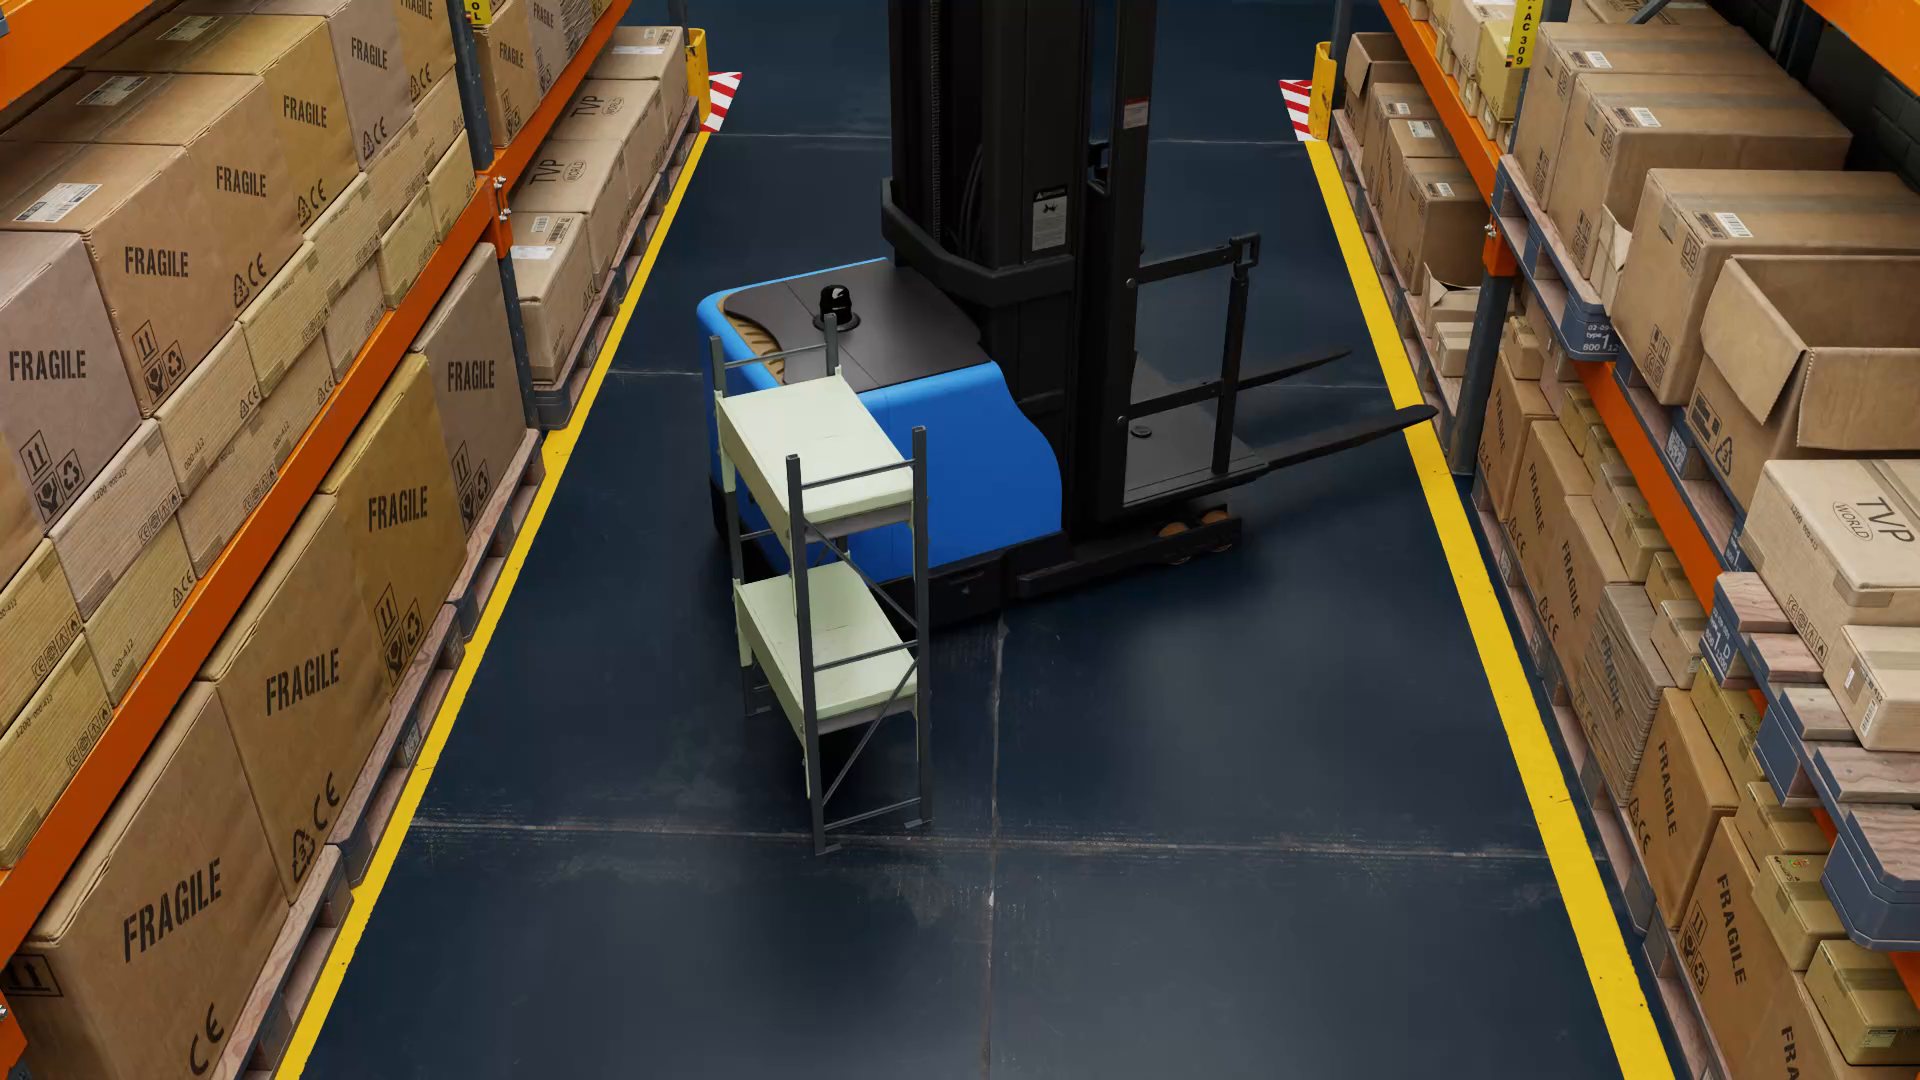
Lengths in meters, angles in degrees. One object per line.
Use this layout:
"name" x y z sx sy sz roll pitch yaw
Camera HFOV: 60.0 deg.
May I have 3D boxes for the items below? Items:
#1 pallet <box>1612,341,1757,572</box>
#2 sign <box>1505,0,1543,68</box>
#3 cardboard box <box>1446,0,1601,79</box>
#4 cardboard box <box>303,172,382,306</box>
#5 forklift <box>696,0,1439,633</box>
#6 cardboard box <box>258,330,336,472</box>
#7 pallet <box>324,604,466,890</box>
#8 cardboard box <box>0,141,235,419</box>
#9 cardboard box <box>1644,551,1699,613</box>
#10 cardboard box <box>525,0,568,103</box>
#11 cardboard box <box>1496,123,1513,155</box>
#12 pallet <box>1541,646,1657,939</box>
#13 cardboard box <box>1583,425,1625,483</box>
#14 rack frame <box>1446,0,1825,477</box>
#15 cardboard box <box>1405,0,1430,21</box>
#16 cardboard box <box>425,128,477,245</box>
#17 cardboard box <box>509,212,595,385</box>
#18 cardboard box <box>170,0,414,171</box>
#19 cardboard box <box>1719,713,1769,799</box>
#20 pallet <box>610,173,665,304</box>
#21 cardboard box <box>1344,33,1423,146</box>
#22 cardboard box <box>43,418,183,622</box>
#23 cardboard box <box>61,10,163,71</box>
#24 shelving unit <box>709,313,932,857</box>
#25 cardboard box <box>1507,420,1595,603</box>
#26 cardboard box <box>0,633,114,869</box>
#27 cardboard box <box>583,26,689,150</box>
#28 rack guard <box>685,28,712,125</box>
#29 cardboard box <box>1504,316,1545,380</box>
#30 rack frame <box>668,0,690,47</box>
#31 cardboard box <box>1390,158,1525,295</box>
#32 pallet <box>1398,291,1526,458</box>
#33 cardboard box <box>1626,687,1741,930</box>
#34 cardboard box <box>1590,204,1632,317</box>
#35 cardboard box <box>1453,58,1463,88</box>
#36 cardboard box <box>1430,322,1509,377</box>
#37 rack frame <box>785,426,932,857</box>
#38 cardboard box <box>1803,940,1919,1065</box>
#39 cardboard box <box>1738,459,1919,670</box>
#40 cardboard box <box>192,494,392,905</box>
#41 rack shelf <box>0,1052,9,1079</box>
"pallet" 2.525 -0.264 4.685 1.003 0.211 1.213 1 35 2
"sign" 2.070 -1.886 6.072 0.100 0.325 0.005 1 35 2
"cardboard box" 2.394 -2.170 7.101 0.500 0.250 0.500 1 35 2
"cardboard box" -2.150 -0.935 5.168 0.500 0.250 0.500 2 35 3
"forklift" 0.560 -1.358 6.133 3.031 2.935 1.130 -16 38 -21
"cardboard box" -2.191 -0.432 4.887 0.500 0.250 0.500 1 35 2
"pallet" -2.349 0.653 5.638 1.003 0.211 1.213 1 35 2
"cardboard box" -2.198 -0.648 4.107 0.500 0.500 0.500 2 35 3
"cardboard box" 2.360 0.169 5.145 0.380 0.149 0.250 1 35 2
"cardboard box" -2.043 -2.230 7.227 0.500 0.500 0.500 2 35 2
"cardboard box" 2.373 -1.610 6.651 0.380 0.149 0.250 2 35 3
"pallet" 2.571 0.788 5.445 1.003 0.211 1.213 1 35 2
"cardboard box" 2.402 -0.272 5.773 0.380 0.149 0.250 1 35 1
"rack frame" 2.612 -1.524 6.309 1.000 3.000 0.127 1 35 2
"cardboard box" 2.394 -2.646 8.124 0.380 0.149 0.250 2 35 3
"cardboard box" -2.114 -1.311 6.138 0.500 0.250 0.500 1 35 1
"cardboard box" -2.215 -1.118 7.595 0.875 0.438 0.875 1 35 1
"cardboard box" -2.128 -1.526 5.356 0.500 0.500 0.500 2 35 3
"cardboard box" 2.309 0.612 4.515 0.380 0.149 0.250 2 35 3
"pallet" -2.193 -1.633 8.890 1.003 0.211 1.213 1 35 2
"cardboard box" 2.654 -2.623 9.679 0.797 0.503 0.637 0 35 0
"cardboard box" -2.219 -0.064 3.927 0.500 0.250 0.500 2 35 3
"cardboard box" -2.668 -1.259 4.976 0.500 0.500 0.500 1 35 1
"shelving unit" -0.425 0.155 5.226 0.431 1.500 0.755 -14 37 -19
"cardboard box" 2.356 -0.094 6.084 0.500 0.500 0.500 1 35 1
"cardboard box" -2.237 0.448 3.634 0.500 0.250 0.500 1 35 1
"cardboard box" -2.113 -2.676 9.813 0.875 0.438 0.875 0 35 0
"rack guard" -2.186 -2.925 10.478 1.175 0.500 0.348 1 35 2
"cardboard box" 2.332 -0.738 6.436 0.380 0.149 0.250 3 35 4
"rack frame" -2.187 -3.934 9.739 1.000 3.000 0.127 1 35 2
"cardboard box" 2.539 -1.535 8.134 0.700 0.500 0.500 0 35 0
"pallet" 2.641 -0.777 7.673 1.003 0.211 1.213 1 35 2
"cardboard box" 2.303 0.789 4.827 0.500 0.500 0.500 3 35 4
"cardboard box" 2.173 -0.851 5.104 0.396 0.266 0.258 3 35 4
"cardboard box" 2.385 -2.060 7.291 0.380 0.149 0.250 2 35 3
"cardboard box" 2.341 -0.856 7.473 0.380 0.149 0.250 0 35 0
"rack frame" -0.281 0.348 4.950 0.400 1.500 0.023 -14 37 -19
"cardboard box" 2.218 1.070 3.863 0.380 0.149 0.250 0 35 0
"cardboard box" 2.171 0.050 3.835 0.500 0.250 0.500 0 35 0
"cardboard box" -2.357 0.452 4.981 0.875 0.875 0.875 2 35 2
"rack shelf" -2.589 2.105 1.771 1.077 0.370 4.000 1 35 2
